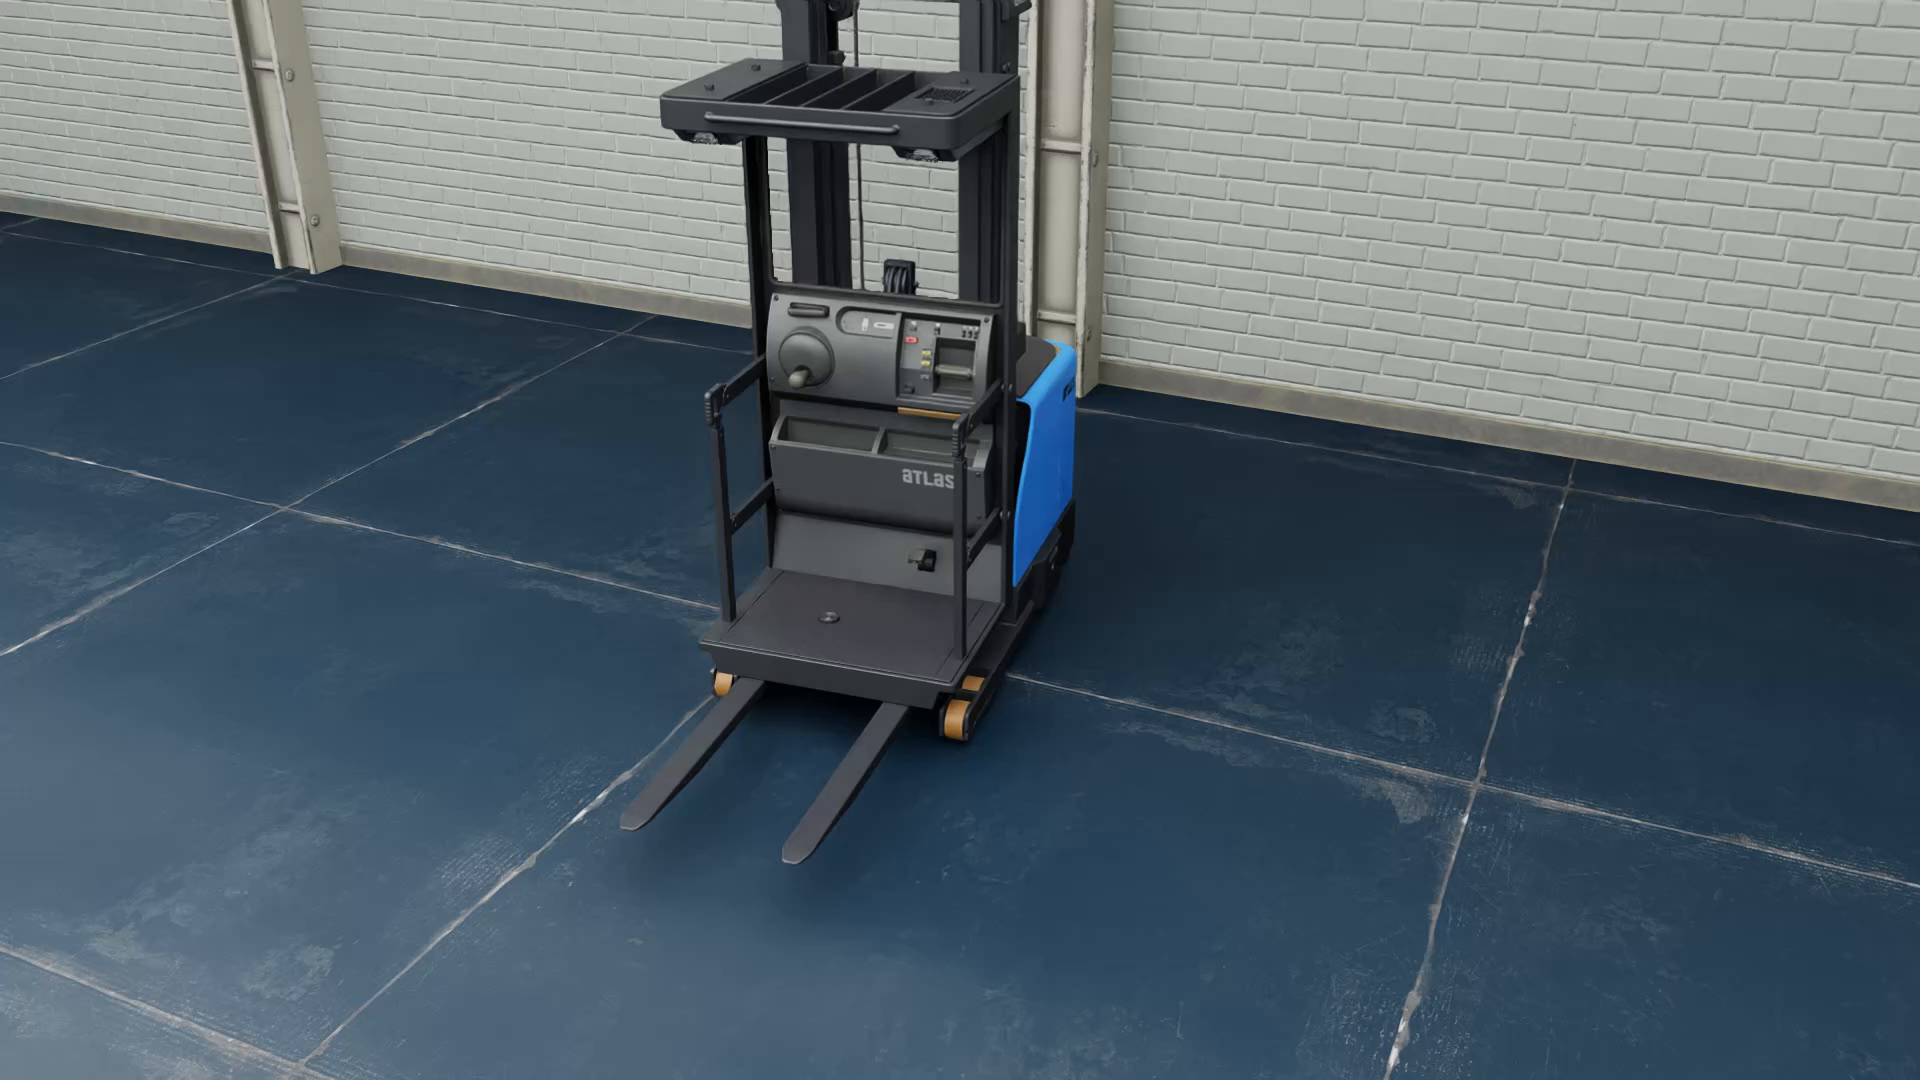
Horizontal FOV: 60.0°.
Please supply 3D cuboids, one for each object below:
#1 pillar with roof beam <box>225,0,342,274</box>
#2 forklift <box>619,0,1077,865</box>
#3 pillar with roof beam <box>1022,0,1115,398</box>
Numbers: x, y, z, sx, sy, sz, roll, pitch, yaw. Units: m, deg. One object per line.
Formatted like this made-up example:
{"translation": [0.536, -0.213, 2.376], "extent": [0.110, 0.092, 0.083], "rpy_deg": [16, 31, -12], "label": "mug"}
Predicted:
{"translation": [-6.629, -4.353, 6.903], "extent": [0.400, 9.000, 9.100], "rpy_deg": [11, 28, 22], "label": "pillar with roof beam"}
{"translation": [-0.388, -0.714, 6.382], "extent": [1.130, 2.935, 3.031], "rpy_deg": [8, 27, 16], "label": "forklift"}
{"translation": [-1.167, -3.256, 4.675], "extent": [0.400, 9.000, 9.100], "rpy_deg": [11, 28, 22], "label": "pillar with roof beam"}
